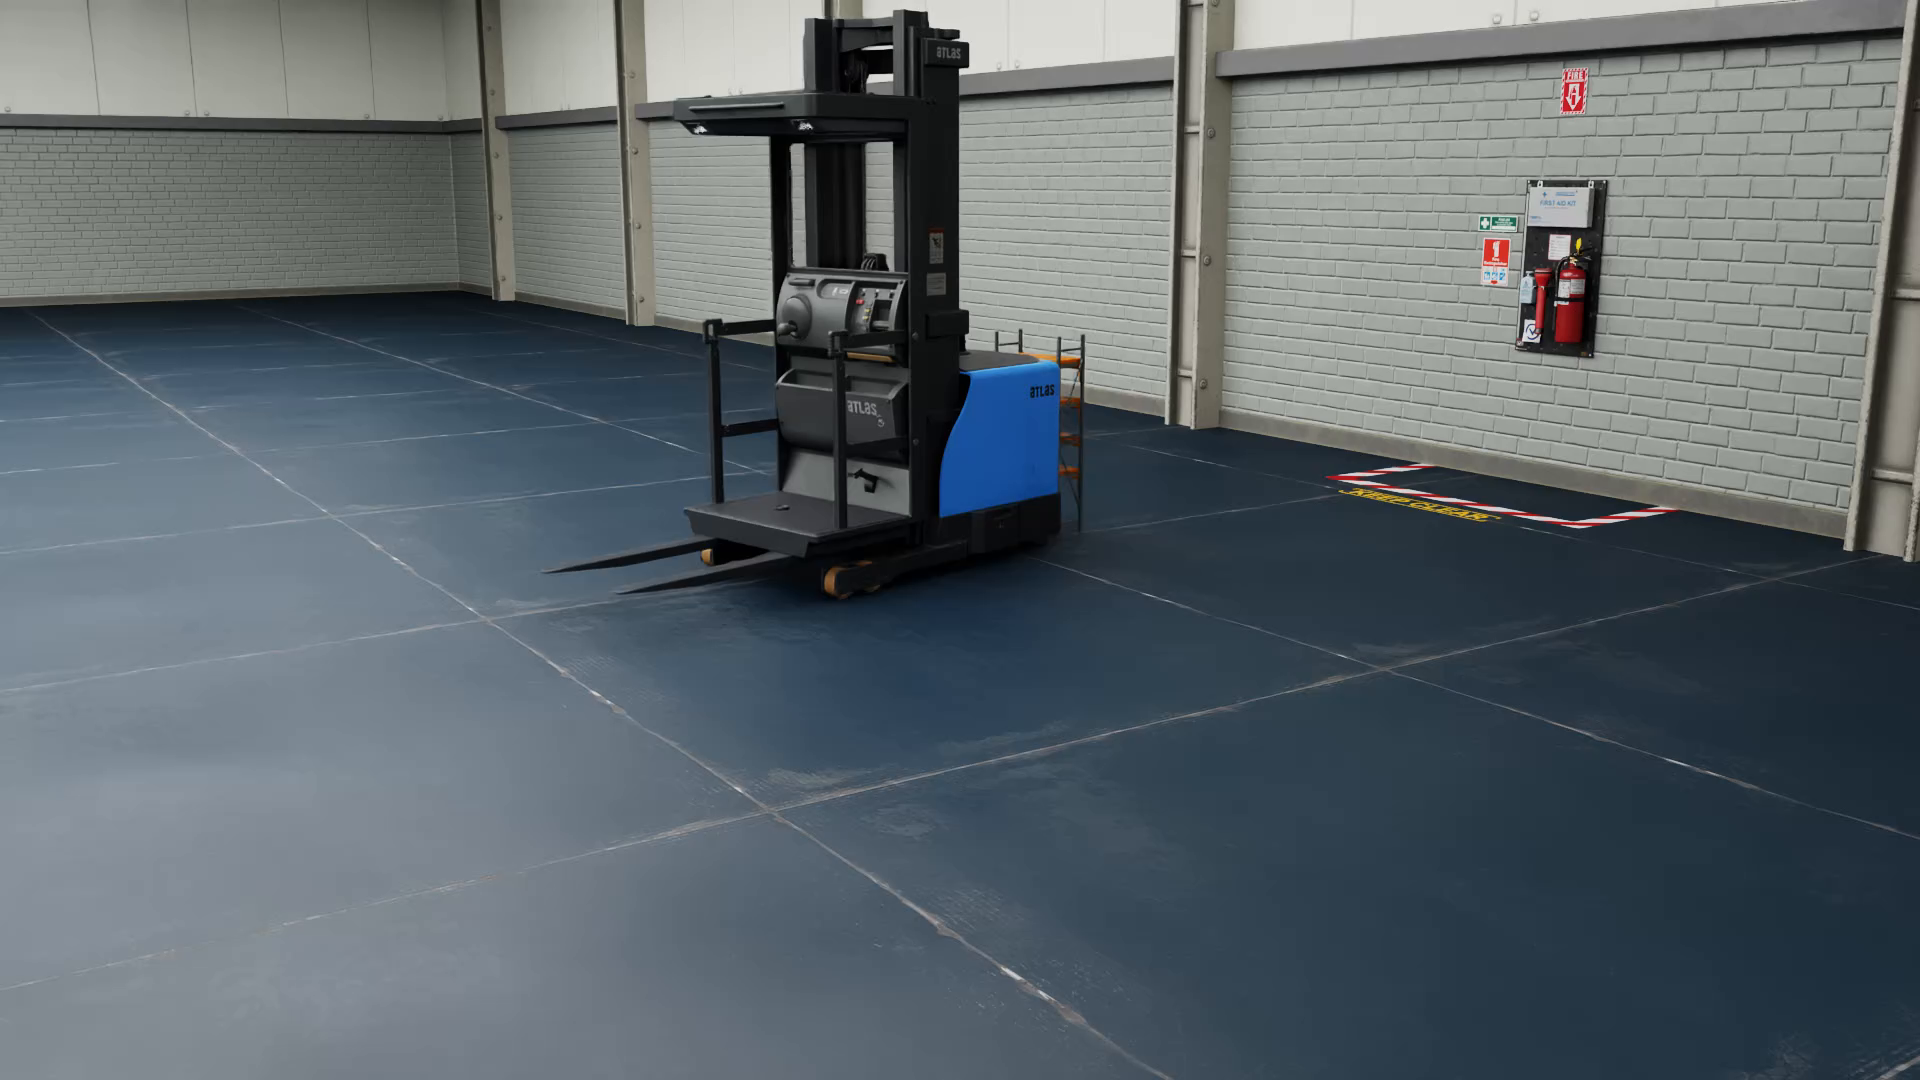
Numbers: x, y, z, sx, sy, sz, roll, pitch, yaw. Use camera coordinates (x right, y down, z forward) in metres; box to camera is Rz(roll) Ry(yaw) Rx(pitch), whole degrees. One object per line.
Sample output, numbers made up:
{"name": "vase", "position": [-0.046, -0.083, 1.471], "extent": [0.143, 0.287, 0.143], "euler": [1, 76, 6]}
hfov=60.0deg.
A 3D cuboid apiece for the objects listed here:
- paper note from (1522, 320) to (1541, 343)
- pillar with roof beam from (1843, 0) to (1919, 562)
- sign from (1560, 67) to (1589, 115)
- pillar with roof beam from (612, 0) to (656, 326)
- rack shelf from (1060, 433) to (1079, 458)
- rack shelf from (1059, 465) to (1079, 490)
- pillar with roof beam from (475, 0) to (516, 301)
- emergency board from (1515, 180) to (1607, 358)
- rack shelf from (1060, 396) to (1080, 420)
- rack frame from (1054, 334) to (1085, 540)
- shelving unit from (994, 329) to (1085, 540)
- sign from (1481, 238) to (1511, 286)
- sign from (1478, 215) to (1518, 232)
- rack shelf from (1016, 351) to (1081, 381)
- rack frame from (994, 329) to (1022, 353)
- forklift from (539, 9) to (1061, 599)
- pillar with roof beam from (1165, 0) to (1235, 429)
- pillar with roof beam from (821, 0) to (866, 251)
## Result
{"name": "paper note", "position": [3.963, -1.447, 11.520], "extent": [0.016, 0.148, 0.142], "euler": [-8, 15, -33]}
{"name": "pillar with roof beam", "position": [1.757, -3.815, 6.243], "extent": [9.100, 9.000, 0.400], "euler": [-8, 15, -33]}
{"name": "sign", "position": [4.082, -2.984, 11.057], "extent": [0.001, 0.298, 0.199], "euler": [-8, 15, -33]}
{"name": "pillar with roof beam", "position": [-8.215, -7.016, 20.882], "extent": [9.100, 9.000, 0.400], "euler": [-8, 15, -33]}
{"name": "rack shelf", "position": [0.470, -0.578, 10.009], "extent": [0.480, 0.148, 0.258], "euler": [11, 17, 42]}
{"name": "rack shelf", "position": [0.469, -0.384, 10.051], "extent": [0.480, 0.148, 0.258], "euler": [11, 17, 42]}
{"name": "pillar with roof beam", "position": [-11.540, -8.083, 25.762], "extent": [9.100, 9.000, 0.400], "euler": [-8, 15, -33]}
{"name": "emergency board", "position": [4.004, -1.838, 11.245], "extent": [0.194, 1.169, 0.643], "euler": [-8, 15, -33]}
{"name": "rack shelf", "position": [0.470, -0.797, 9.962], "extent": [0.480, 0.148, 0.258], "euler": [11, 17, 42]}
{"name": "rack frame", "position": [0.648, -0.608, 9.832], "extent": [0.015, 1.200, 0.240], "euler": [11, 17, 42]}
{"name": "shelving unit", "position": [0.470, -0.644, 9.995], "extent": [0.503, 1.200, 0.258], "euler": [11, 17, 42]}
{"name": "sign", "position": [3.783, -1.966, 11.746], "extent": [0.001, 0.329, 0.234], "euler": [-8, 15, -33]}
{"name": "sign", "position": [3.778, -2.223, 11.681], "extent": [0.001, 0.109, 0.331], "euler": [-8, 15, -33]}
{"name": "rack shelf", "position": [0.471, -1.028, 9.912], "extent": [0.480, 0.148, 0.258], "euler": [11, 17, 42]}
{"name": "rack frame", "position": [0.292, -0.679, 10.158], "extent": [0.015, 1.200, 0.240], "euler": [11, 17, 42]}
{"name": "forklift", "position": [-0.784, -1.253, 8.730], "extent": [1.130, 2.935, 3.031], "euler": [11, 17, 42]}
{"name": "pillar with roof beam", "position": [-1.567, -4.882, 11.123], "extent": [9.100, 9.000, 0.400], "euler": [-8, 15, -33]}
{"name": "pillar with roof beam", "position": [-4.891, -5.949, 16.002], "extent": [9.100, 9.000, 0.400], "euler": [-8, 15, -33]}
